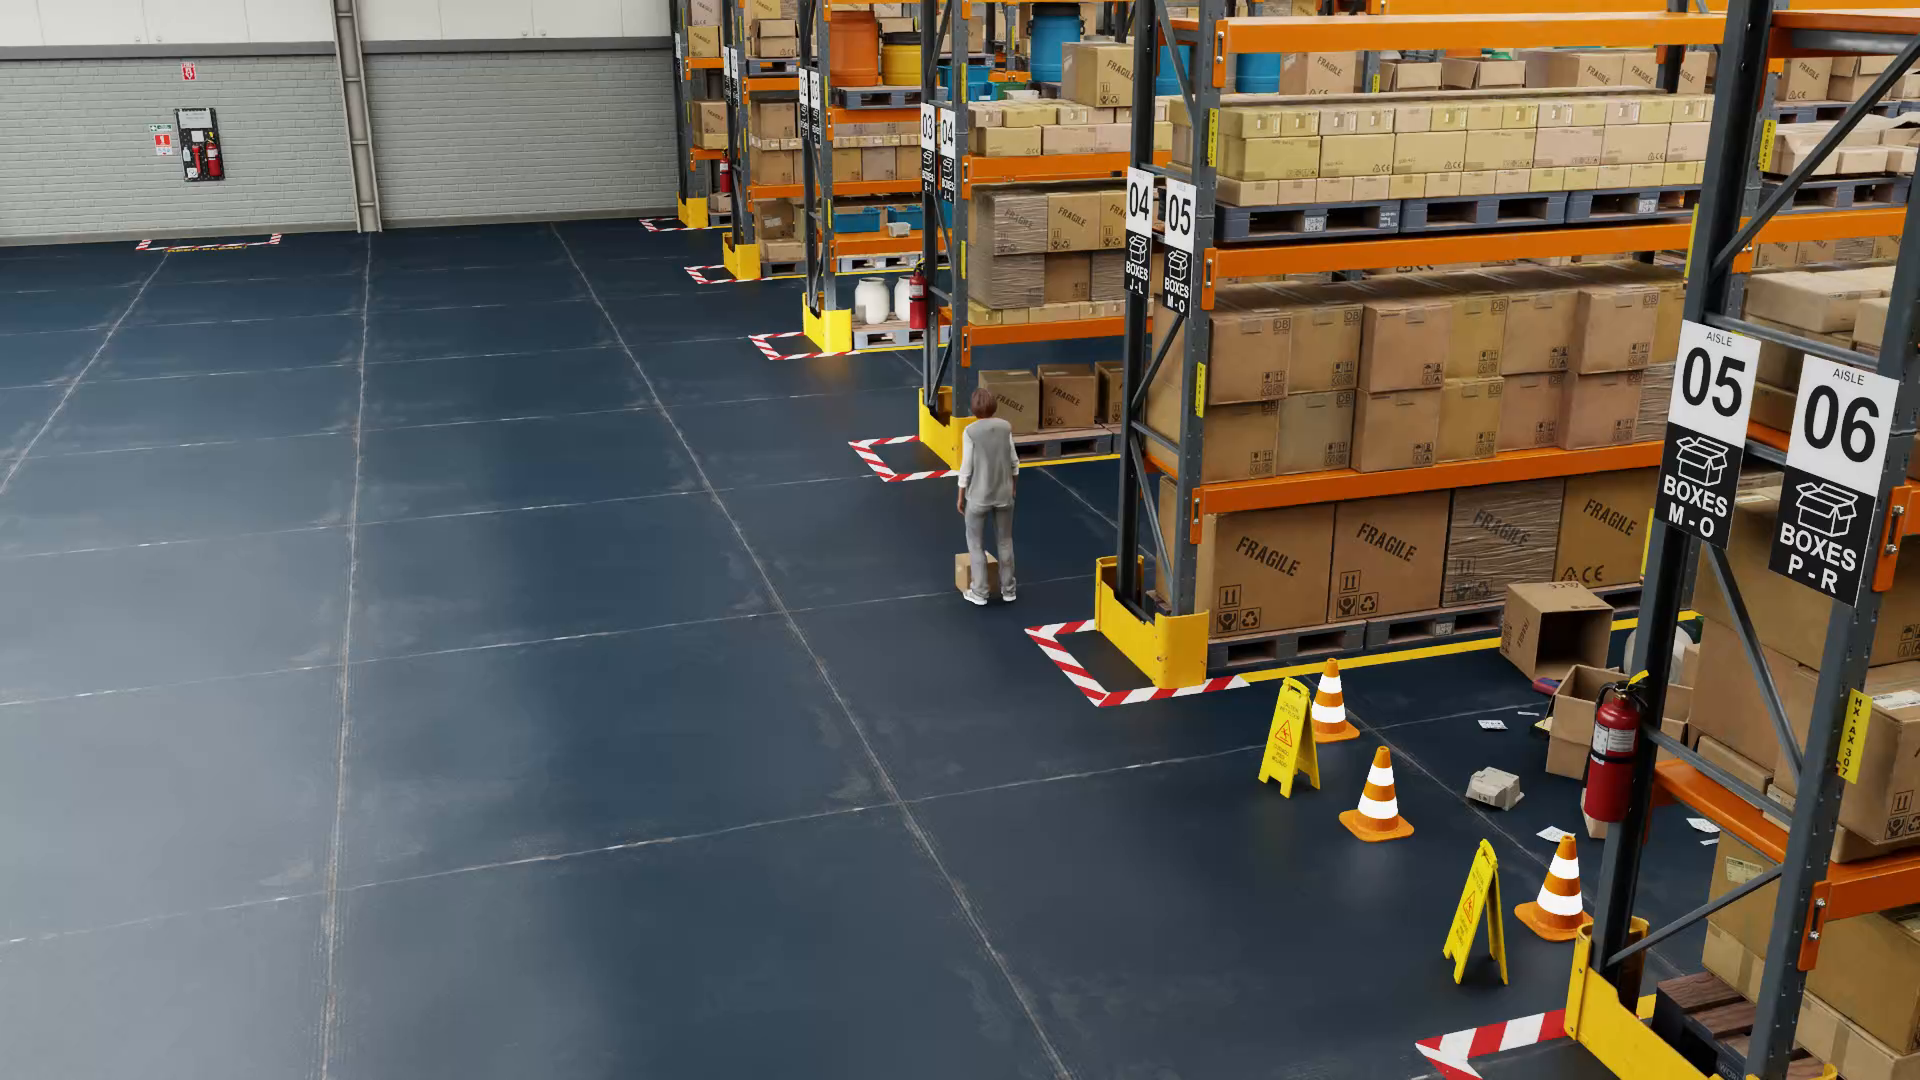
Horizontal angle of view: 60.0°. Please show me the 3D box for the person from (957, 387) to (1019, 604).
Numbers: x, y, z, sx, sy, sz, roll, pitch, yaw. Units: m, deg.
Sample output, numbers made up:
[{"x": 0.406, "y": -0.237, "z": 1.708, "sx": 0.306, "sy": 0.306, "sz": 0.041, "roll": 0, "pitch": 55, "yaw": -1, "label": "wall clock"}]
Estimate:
[{"x": 0.207, "y": -0.306, "z": 11.947, "sx": 0.485, "sy": 1.593, "sz": 0.344, "roll": -8, "pitch": 21, "yaw": -20, "label": "person"}]
